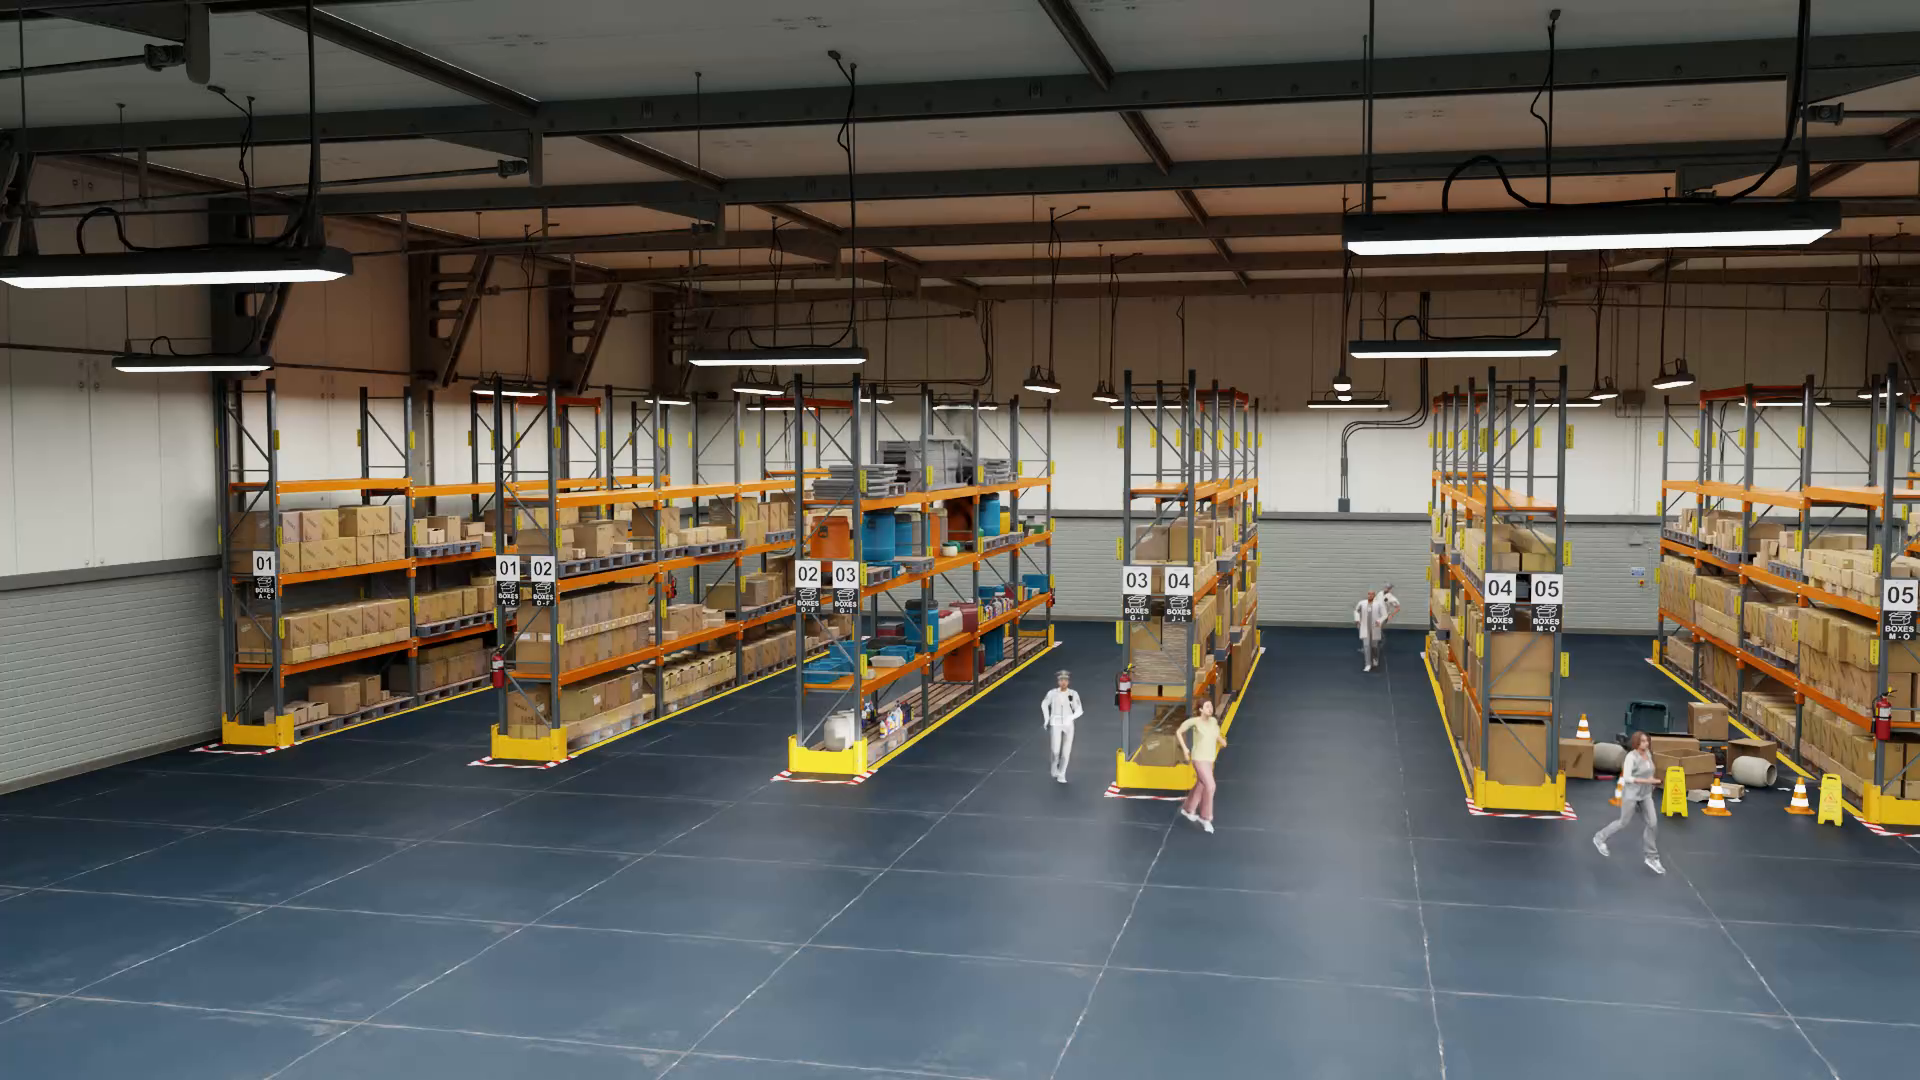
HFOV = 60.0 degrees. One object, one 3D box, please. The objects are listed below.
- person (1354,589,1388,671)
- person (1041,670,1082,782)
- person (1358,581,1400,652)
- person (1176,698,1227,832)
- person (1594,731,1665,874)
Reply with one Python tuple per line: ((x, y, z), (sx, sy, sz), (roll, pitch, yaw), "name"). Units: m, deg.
((8.952, 1.947, 36.296), (0.733, 1.764, 0.809), (1, 4, 19), "person")
((1.485, 2.721, 24.230), (0.598, 1.645, 0.548), (0, 3, 3), "person")
((9.847, 1.799, 39.311), (0.885, 1.688, 0.858), (0, 3, -6), "person")
((3.137, 2.885, 21.530), (0.563, 1.723, 0.740), (-3, 4, -38), "person")
((7.894, 3.030, 19.509), (0.549, 1.619, 0.874), (-2, 4, -27), "person")
